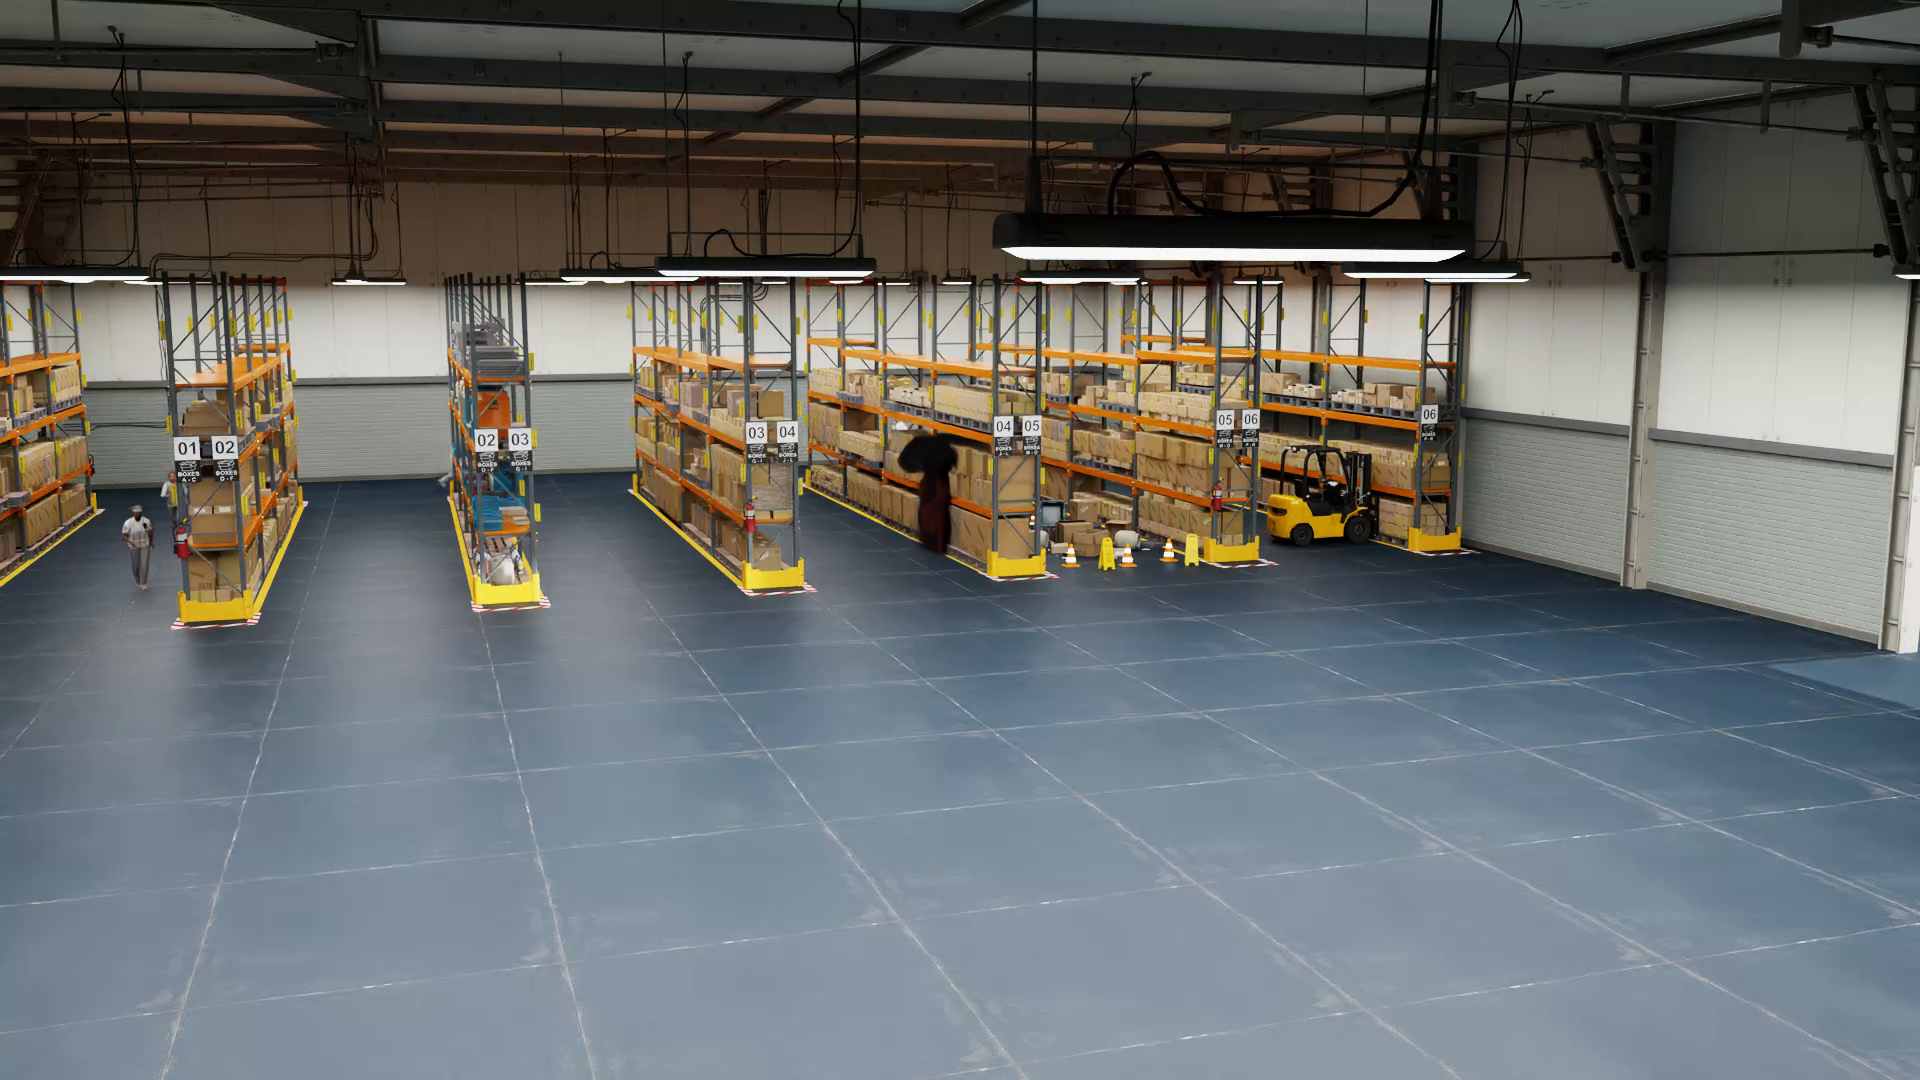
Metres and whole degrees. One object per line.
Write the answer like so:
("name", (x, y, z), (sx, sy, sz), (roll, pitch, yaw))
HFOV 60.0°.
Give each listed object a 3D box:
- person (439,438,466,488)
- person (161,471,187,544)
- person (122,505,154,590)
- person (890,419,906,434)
("person", (-14.337, -2.173, 47.343), (1.009, 1.627, 0.631), (-2, 9, -14))
("person", (-17.766, -0.750, 37.637), (0.499, 1.620, 0.810), (-2, 9, -14))
("person", (-15.785, 0.120, 31.965), (0.570, 1.638, 0.722), (-5, 10, -28))
("person", (-1.960, -3.073, 52.546), (0.775, 1.808, 0.688), (-8, 12, -44))
